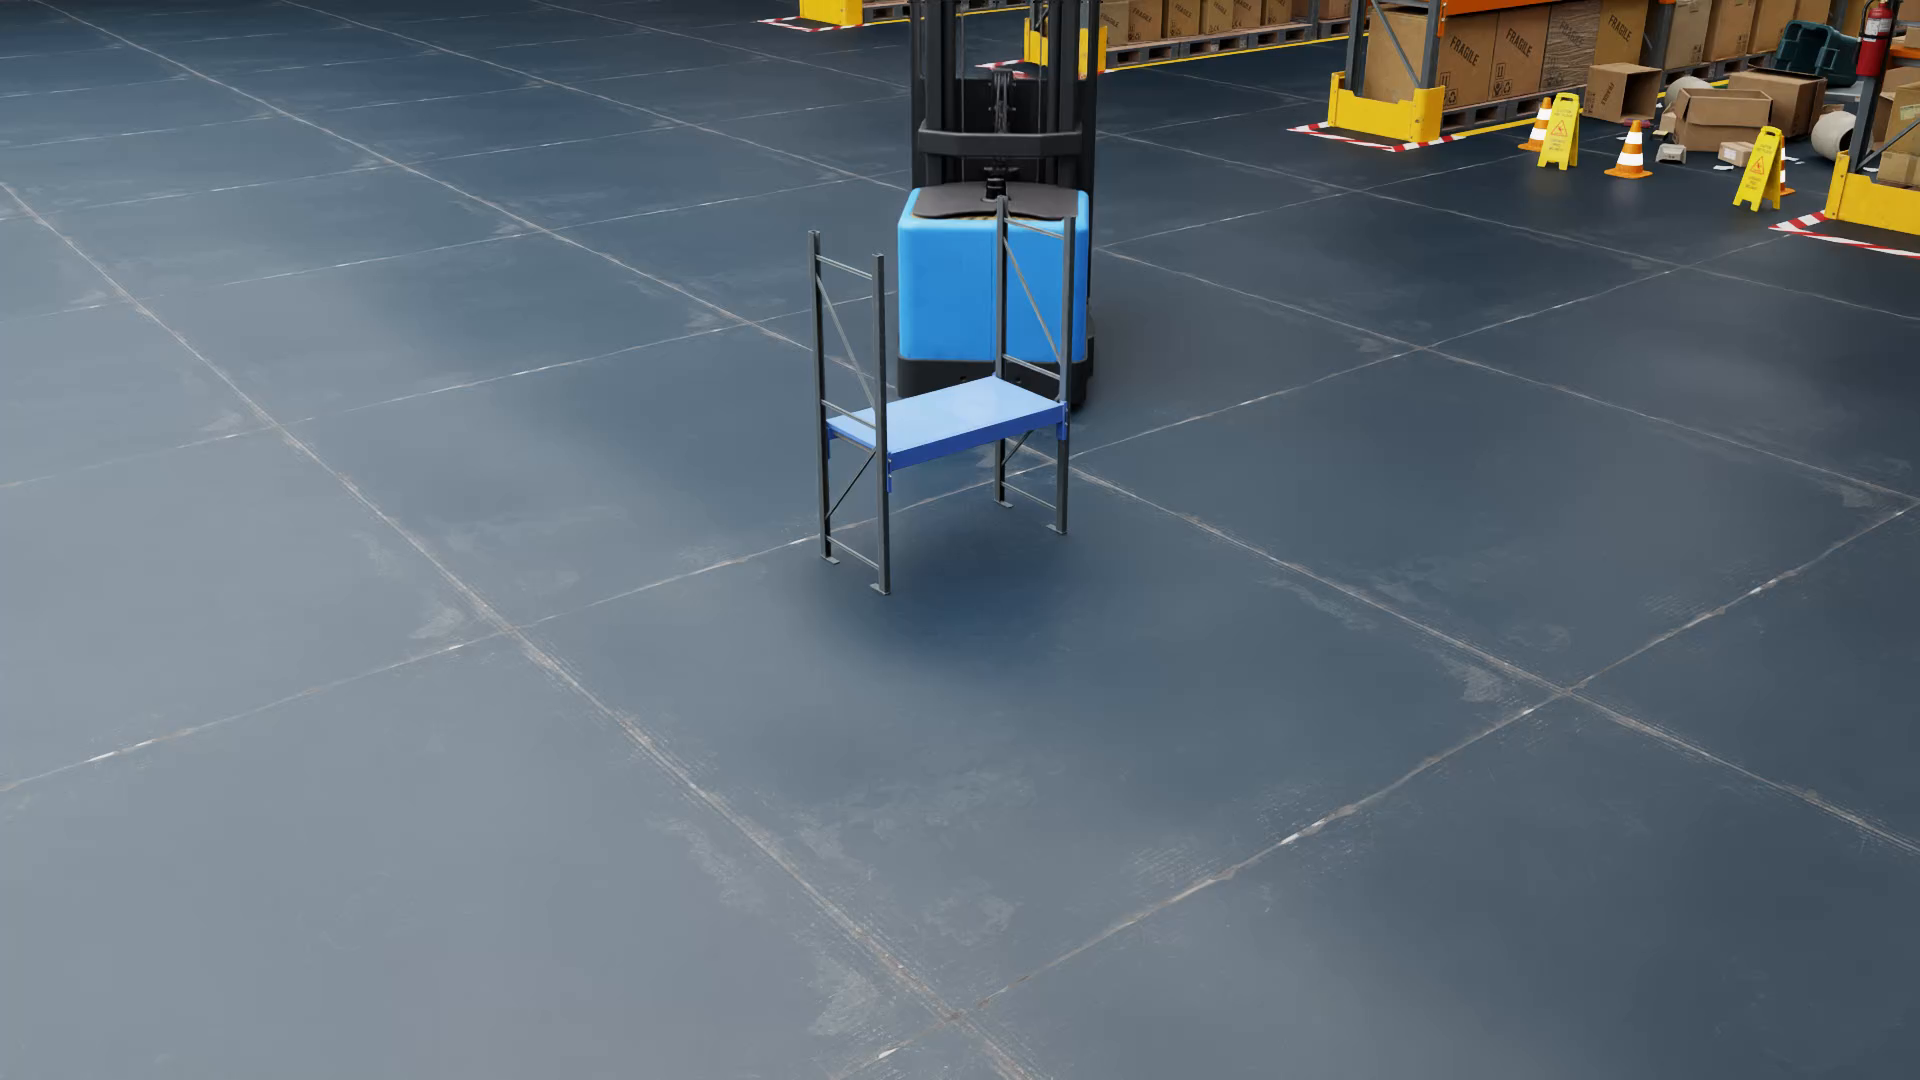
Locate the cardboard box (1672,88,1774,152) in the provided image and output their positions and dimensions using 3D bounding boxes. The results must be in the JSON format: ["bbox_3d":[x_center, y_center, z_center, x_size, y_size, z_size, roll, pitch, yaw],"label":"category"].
[{"bbox_3d":[7.130,-3.938,15.603,0.797,0.503,0.637,5,25,11],"label":"cardboard box"}]

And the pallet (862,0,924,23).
[{"bbox_3d":[-1.188,-7.679,24.010,1.213,0.211,1.003,-18,31,-34],"label":"pallet"}]

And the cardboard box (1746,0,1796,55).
[{"bbox_3d":[9.251,-6.281,19.859,0.750,0.750,1.050,-18,30,-33],"label":"cardboard box"}]

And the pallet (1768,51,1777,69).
[{"bbox_3d":[9.805,-6.023,20.441,1.213,0.211,1.003,-18,31,-34],"label":"pallet"}]

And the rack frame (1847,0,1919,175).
[{"bbox_3d":[7.310,-3.776,12.287,0.127,3.000,1.000,-18,31,-34],"label":"rack frame"}]

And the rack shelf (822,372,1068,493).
[{"bbox_3d":[-0.067,-0.495,7.427,1.000,0.185,0.538,-18,31,-34],"label":"rack shelf"}]

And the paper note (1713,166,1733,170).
[{"bbox_3d":[6.826,-3.334,14.862,0.148,0.019,0.142,15,29,29],"label":"paper note"}]

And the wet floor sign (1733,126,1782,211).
[{"bbox_3d":[6.501,-3.013,13.440,0.232,0.644,0.267,-8,26,-16],"label":"wet floor sign"}]

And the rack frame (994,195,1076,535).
[{"bbox_3d":[0.333,-0.790,7.636,0.032,1.500,0.500,-18,31,-34],"label":"rack frame"}]

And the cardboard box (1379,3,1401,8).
[{"bbox_3d":[5.666,-7.579,22.929,0.500,0.500,0.700,-21,32,-38],"label":"cardboard box"}]

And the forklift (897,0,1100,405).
[{"bbox_3d":[0.273,-2.656,9.957,1.130,2.935,3.031,2,25,4],"label":"forklift"}]

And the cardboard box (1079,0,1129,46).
[{"bbox_3d":[1.697,-6.272,20.136,0.500,0.500,0.500,-12,28,-25],"label":"cardboard box"}]

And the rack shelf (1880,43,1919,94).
[{"bbox_3d":[8.884,-3.969,13.558,4.000,0.370,1.077,-18,31,-34],"label":"rack shelf"}]

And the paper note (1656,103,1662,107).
[{"bbox_3d":[7.354,-4.607,17.605,0.147,0.020,0.142,5,25,11],"label":"paper note"}]

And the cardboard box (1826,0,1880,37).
[{"bbox_3d":[11.186,-6.623,20.893,0.500,0.500,0.500,-20,31,-36],"label":"cardboard box"}]

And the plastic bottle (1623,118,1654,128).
[{"bbox_3d":[6.785,-4.156,16.598,0.283,0.061,0.133,15,29,29],"label":"plastic bottle"}]

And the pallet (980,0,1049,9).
[{"bbox_3d":[0.733,-8.313,25.376,1.213,0.211,1.003,-18,31,-34],"label":"pallet"}]

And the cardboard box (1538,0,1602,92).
[{"bbox_3d":[6.079,-5.279,17.552,0.875,0.875,0.875,-18,30,-34],"label":"cardboard box"}]

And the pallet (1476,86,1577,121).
[{"bbox_3d":[5.717,-4.673,17.533,1.213,0.211,1.003,-18,31,-34],"label":"pallet"}]

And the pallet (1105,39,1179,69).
[{"bbox_3d":[1.916,-6.013,20.420,1.213,0.211,1.003,-18,31,-34],"label":"pallet"}]

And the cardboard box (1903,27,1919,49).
[{"bbox_3d":[7.473,-3.830,12.702,0.250,0.149,0.380,-17,30,-32],"label":"cardboard box"}]

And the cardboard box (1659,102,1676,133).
[{"bbox_3d":[7.108,-4.132,16.302,0.258,0.266,0.396,-13,28,-25],"label":"cardboard box"}]

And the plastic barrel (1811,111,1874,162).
[{"bbox_3d":[8.002,-3.645,15.066,0.421,0.421,0.512,1,25,2],"label":"plastic barrel"}]

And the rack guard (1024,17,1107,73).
[{"bbox_3d":[1.255,-5.945,19.930,0.348,0.500,1.175,-18,31,-34],"label":"rack guard"}]

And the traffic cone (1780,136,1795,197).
[{"bbox_3d":[6.853,-3.164,13.983,0.334,0.463,0.336,-18,31,-34],"label":"traffic cone"}]

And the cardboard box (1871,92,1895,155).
[{"bbox_3d":[8.775,-3.854,15.423,0.500,0.500,0.500,1,25,2],"label":"cardboard box"}]

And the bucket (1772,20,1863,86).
[{"bbox_3d":[8.640,-4.834,16.650,0.620,0.611,0.726,2,23,-21],"label":"bucket"}]

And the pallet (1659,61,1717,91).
[{"bbox_3d":[7.885,-5.389,19.076,1.213,0.211,1.003,-18,31,-34],"label":"pallet"}]

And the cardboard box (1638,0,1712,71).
[{"bbox_3d":[7.757,-5.789,18.800,0.750,0.750,1.050,-18,31,-34],"label":"cardboard box"}]

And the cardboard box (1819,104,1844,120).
[{"bbox_3d":[8.493,-4.074,16.178,0.258,0.266,0.396,5,25,11],"label":"cardboard box"}]

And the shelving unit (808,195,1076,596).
[{"bbox_3d":[-0.067,-0.658,7.351,1.048,1.500,0.538,-18,31,-34],"label":"shelving unit"}]

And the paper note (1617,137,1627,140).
[{"bbox_3d":[6.425,-3.876,16.032,0.142,0.017,0.144,-8,26,-16],"label":"paper note"}]

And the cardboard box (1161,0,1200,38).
[{"bbox_3d":[2.651,-6.595,20.832,0.500,0.500,0.500,-15,29,-29],"label":"cardboard box"}]

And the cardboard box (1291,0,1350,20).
[{"bbox_3d":[4.839,-7.316,22.362,0.500,0.500,0.700,-21,32,-38],"label":"cardboard box"}]

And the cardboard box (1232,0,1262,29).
[{"bbox_3d":[3.558,-6.912,21.516,0.500,0.500,0.500,-9,26,-18],"label":"cardboard box"}]

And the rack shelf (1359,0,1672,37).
[{"bbox_3d":[5.750,-5.582,17.035,4.000,0.370,1.077,-18,31,-34],"label":"rack shelf"}]

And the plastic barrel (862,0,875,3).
[{"bbox_3d":[-1.390,-7.958,23.755,0.421,0.512,0.421,0,25,0],"label":"plastic barrel"}]

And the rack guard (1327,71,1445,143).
[{"bbox_3d":[4.158,-4.249,16.277,0.348,0.500,1.175,-18,31,-34],"label":"rack guard"}]

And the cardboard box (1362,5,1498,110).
[{"bbox_3d":[4.669,-4.814,16.550,0.875,0.875,0.875,-18,30,-34],"label":"cardboard box"}]

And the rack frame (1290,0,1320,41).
[{"bbox_3d":[4.343,-8.098,21.600,0.127,3.000,1.000,-18,31,-34],"label":"rack frame"}]

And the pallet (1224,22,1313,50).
[{"bbox_3d":[3.836,-6.647,21.786,1.213,0.211,1.003,-18,31,-34],"label":"pallet"}]

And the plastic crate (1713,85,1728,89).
[{"bbox_3d":[7.996,-4.700,17.550,0.662,0.188,0.450,-3,15,-7],"label":"plastic crate"}]

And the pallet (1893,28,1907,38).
[{"bbox_3d":[12.047,-6.720,21.944,1.213,0.211,1.003,-18,31,-34],"label":"pallet"}]

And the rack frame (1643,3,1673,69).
[{"bbox_3d":[7.324,-6.428,18.003,0.127,3.000,1.000,-18,31,-34],"label":"rack frame"}]

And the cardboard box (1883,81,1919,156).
[{"bbox_3d":[7.780,-3.354,13.254,0.500,0.500,0.500,-18,30,-34],"label":"cardboard box"}]
